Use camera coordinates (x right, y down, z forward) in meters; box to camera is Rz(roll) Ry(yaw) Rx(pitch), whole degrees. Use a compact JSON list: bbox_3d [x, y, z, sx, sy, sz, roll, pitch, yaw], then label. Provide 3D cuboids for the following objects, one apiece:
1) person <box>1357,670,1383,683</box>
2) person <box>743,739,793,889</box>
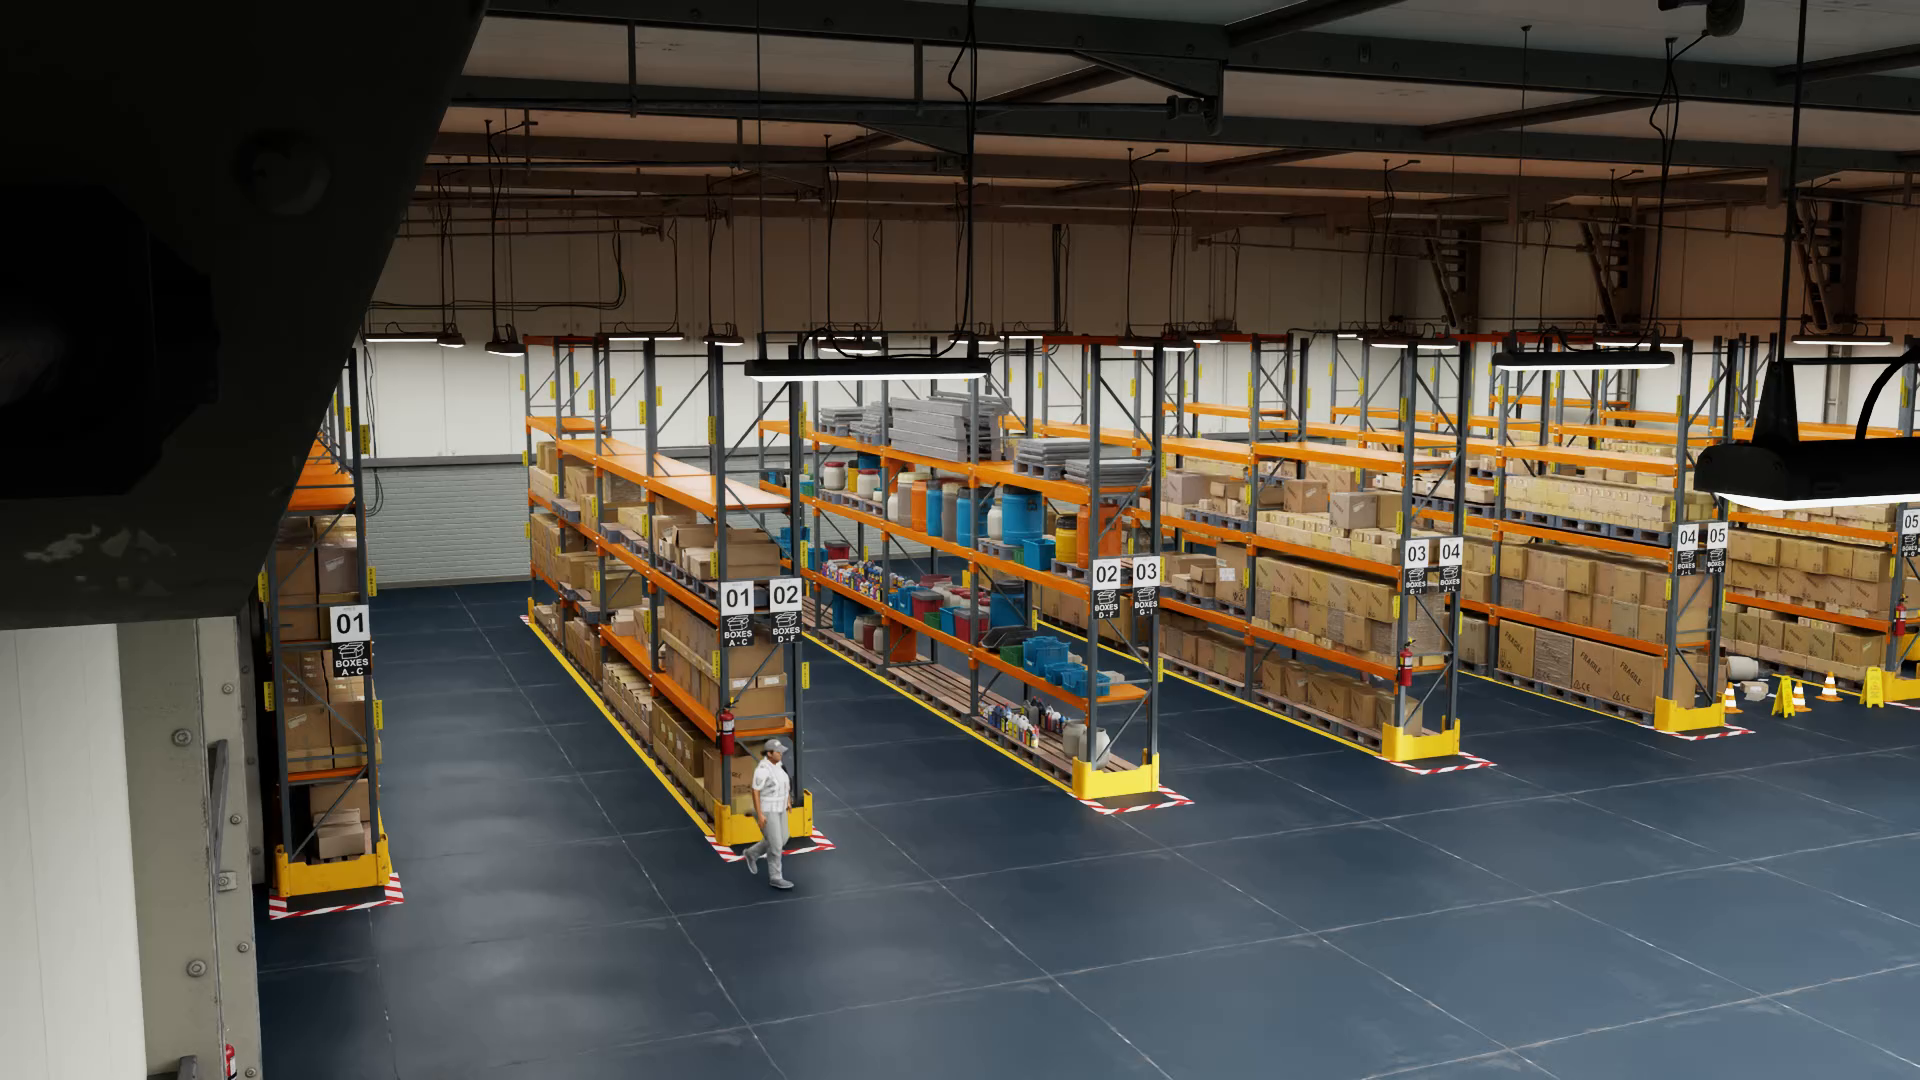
[{"bbox_3d":[7.058,1.691,28.753,0.500,1.670,0.502,-3,8,-18],"label":"person"},{"bbox_3d":[-2.135,3.036,18.693,0.697,1.644,0.585,3,8,21],"label":"person"}]
